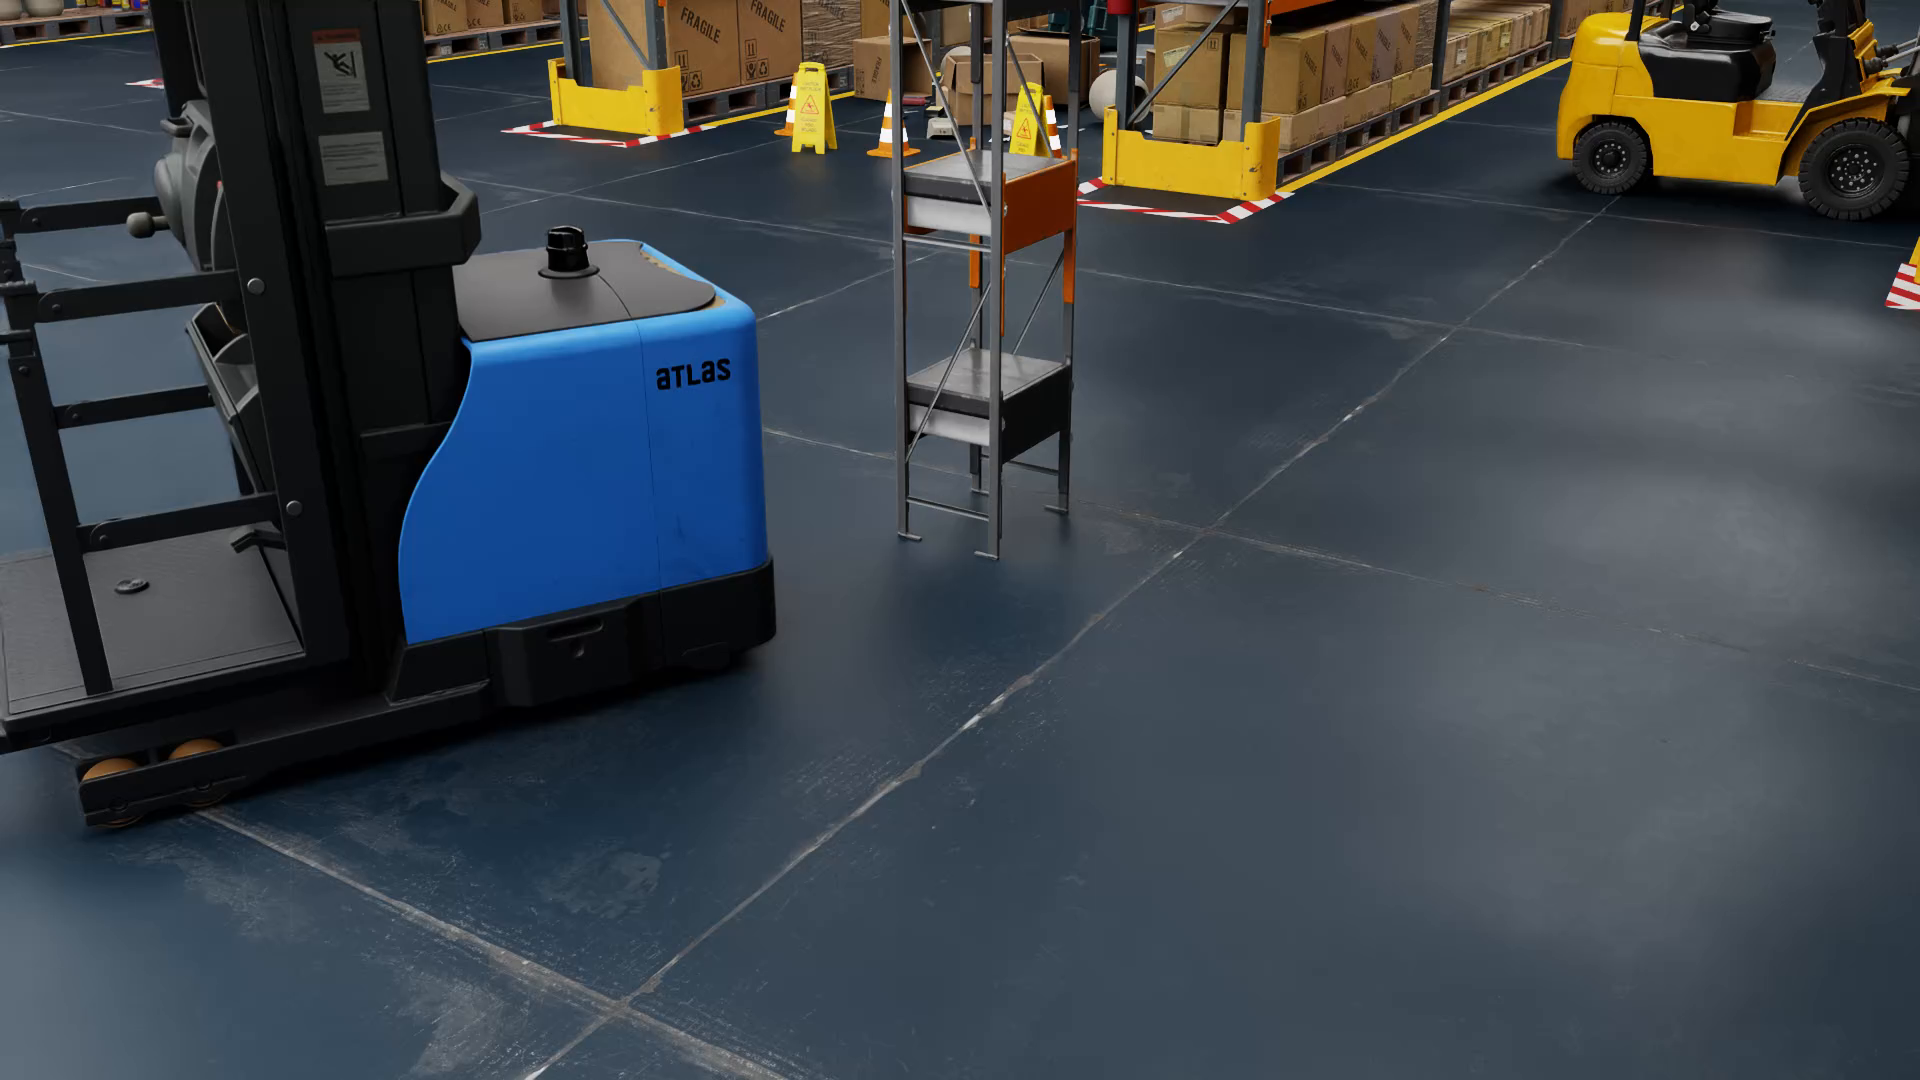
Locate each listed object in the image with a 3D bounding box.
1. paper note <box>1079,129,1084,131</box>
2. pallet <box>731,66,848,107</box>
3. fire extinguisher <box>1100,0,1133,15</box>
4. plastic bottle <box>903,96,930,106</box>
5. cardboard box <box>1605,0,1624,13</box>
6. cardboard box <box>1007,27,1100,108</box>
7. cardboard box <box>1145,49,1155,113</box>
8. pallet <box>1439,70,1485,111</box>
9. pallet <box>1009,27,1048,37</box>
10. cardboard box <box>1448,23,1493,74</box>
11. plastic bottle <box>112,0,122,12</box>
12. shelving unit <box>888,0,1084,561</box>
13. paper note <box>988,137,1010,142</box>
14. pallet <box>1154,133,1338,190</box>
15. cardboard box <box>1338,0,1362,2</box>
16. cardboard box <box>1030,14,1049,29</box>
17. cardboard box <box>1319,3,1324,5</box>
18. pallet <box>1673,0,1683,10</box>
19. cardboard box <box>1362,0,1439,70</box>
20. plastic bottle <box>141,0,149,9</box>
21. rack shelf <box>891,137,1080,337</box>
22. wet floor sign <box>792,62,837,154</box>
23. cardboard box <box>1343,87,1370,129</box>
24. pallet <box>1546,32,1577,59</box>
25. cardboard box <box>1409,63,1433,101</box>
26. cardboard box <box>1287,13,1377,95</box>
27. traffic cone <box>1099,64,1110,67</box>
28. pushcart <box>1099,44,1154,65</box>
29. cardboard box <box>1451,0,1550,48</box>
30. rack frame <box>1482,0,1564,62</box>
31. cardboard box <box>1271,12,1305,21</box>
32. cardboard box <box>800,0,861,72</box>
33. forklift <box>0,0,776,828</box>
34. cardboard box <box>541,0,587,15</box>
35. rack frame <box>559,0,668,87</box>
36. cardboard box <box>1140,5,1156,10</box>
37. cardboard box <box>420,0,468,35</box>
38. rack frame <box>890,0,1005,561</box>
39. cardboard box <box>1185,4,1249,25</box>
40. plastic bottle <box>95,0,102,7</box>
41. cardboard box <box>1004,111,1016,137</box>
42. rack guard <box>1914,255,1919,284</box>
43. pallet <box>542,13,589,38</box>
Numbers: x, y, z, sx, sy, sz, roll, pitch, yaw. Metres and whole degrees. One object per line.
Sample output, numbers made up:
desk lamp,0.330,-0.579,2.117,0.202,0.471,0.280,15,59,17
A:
paper note,0.967,-3.289,13.334,0.032,0.001,0.123,14,27,29
pallet,-1.761,-4.155,15.081,1.003,0.211,1.213,14,27,29
fire extinguisher,1.046,-3.757,10.751,0.296,0.674,0.183,14,27,29
plastic bottle,-0.392,-3.834,14.528,0.283,0.061,0.133,5,24,11
cardboard box,7.099,-6.470,19.066,0.875,0.875,0.875,15,27,30
cardboard box,0.760,-4.092,14.398,0.797,0.637,0.503,14,27,29
cardboard box,1.887,-3.862,14.039,0.500,0.500,0.500,-7,24,-17
pallet,4.017,-4.068,14.882,1.003,0.211,1.213,14,27,29
pallet,0.335,-5.498,18.184,1.003,0.211,1.213,14,27,29
cardboard box,4.259,-4.492,15.131,0.950,0.372,0.625,16,28,32
plastic bottle,-9.908,-6.346,19.513,0.097,0.271,0.097,0,23,0
shelving unit,0.087,-1.019,5.462,0.431,2.100,0.503,14,27,29
paper note,0.305,-3.108,12.892,0.148,0.019,0.142,5,24,11
pallet,1.996,-2.747,11.831,1.003,0.211,1.213,14,27,29
cardboard box,3.067,-4.217,13.704,0.500,0.500,0.500,15,28,31
cardboard box,0.603,-6.116,18.405,1.050,0.750,0.750,14,27,30
cardboard box,2.681,-4.311,13.106,0.380,0.149,0.250,15,28,31
pallet,8.938,-7.159,22.021,1.003,0.211,1.213,14,27,29
cardboard box,3.524,-4.104,13.443,0.500,0.500,0.500,13,27,28
plastic bottle,-9.727,-6.462,19.781,0.097,0.271,0.097,0,23,0
rack shelf,0.087,-1.007,5.467,0.431,0.518,0.480,14,27,29
wet floor sign,-1.094,-3.233,12.405,0.267,0.644,0.232,9,25,20
cardboard box,2.711,-3.237,12.385,0.500,0.250,0.500,16,28,32
pallet,6.198,-5.405,17.971,1.003,0.211,1.213,14,27,29
cardboard box,3.524,-3.760,13.592,0.500,0.250,0.500,15,28,31
cardboard box,2.714,-3.577,12.226,0.500,0.500,0.500,14,27,30
traffic cone,1.339,-5.060,16.856,0.336,0.463,0.334,14,27,29
pushcart,1.644,-4.342,15.306,1.648,0.377,0.936,5,24,11
cardboard box,5.411,-5.233,16.841,0.950,0.372,0.625,12,26,25
rack frame,5.718,-6.435,16.838,1.000,3.000,0.127,14,27,29
cardboard box,2.243,-3.680,12.465,0.500,0.500,0.500,13,27,28
cardboard box,-1.514,-4.803,15.215,0.875,0.875,0.875,14,27,29
forklift,-2.084,-0.874,4.080,3.031,2.935,1.130,-13,26,-27
cardboard box,-4.469,-6.419,19.395,0.700,0.500,0.500,12,26,25
rack frame,-2.761,-4.738,12.919,1.000,3.000,0.127,14,27,29
cardboard box,2.049,-6.669,19.997,0.500,0.500,0.500,13,26,27
cardboard box,-5.613,-5.660,17.665,0.500,0.500,0.500,11,26,24
rack frame,-0.041,-0.937,5.272,0.400,2.100,0.015,14,27,29
cardboard box,1.835,-3.770,11.856,0.380,0.149,0.250,15,27,30
plastic bottle,-10.377,-6.592,20.077,0.152,0.276,0.135,14,27,29
cardboard box,0.473,-3.292,13.167,0.250,0.149,0.380,-12,26,-26
rack guard,5.704,-1.541,8.679,1.175,0.500,0.348,14,27,29
pallet,-4.402,-6.145,19.679,1.003,0.211,1.213,14,27,29
